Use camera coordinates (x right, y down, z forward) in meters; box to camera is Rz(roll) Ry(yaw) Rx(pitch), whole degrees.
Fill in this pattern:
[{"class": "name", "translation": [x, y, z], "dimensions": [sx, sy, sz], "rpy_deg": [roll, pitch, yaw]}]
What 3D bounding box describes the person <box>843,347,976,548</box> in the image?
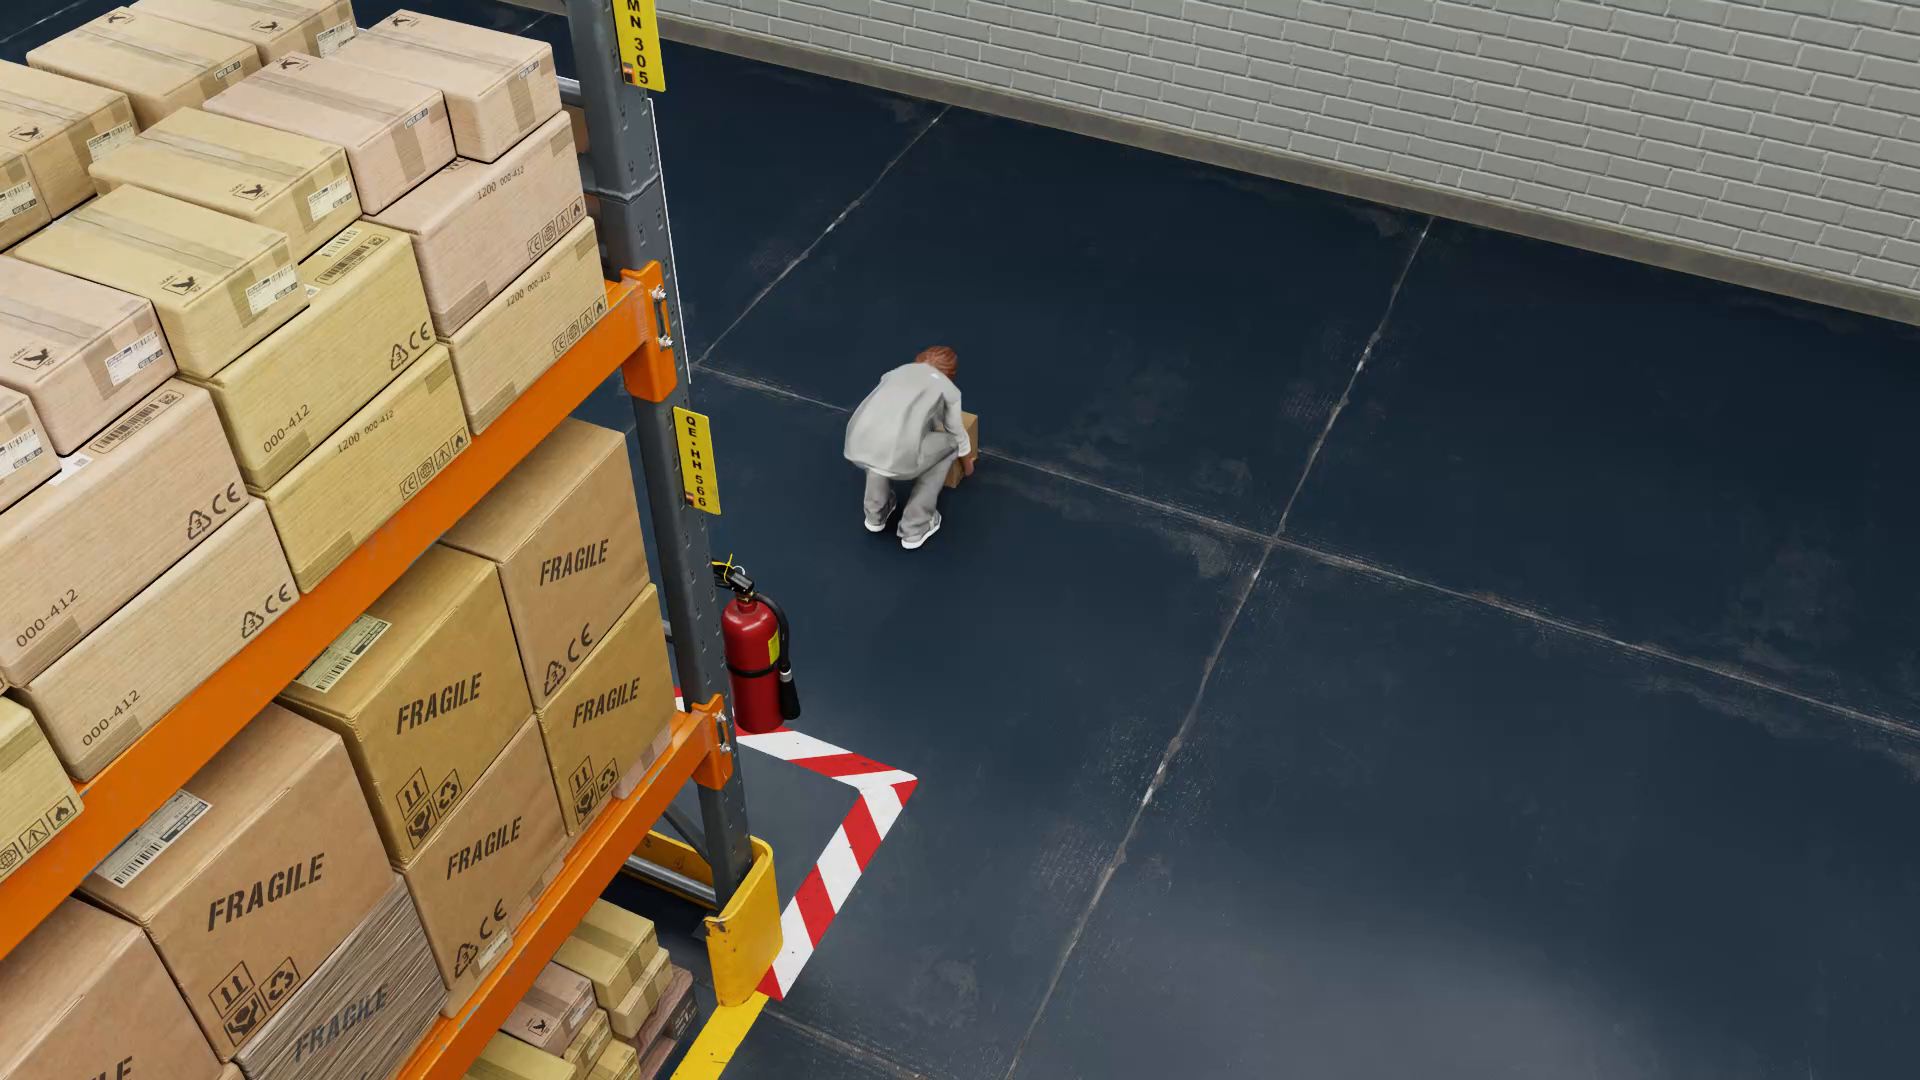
[{"class": "person", "translation": [-0.214, -0.418, 7.259], "dimensions": [0.422, 0.779, 0.871], "rpy_deg": [16, 45, 17]}]
